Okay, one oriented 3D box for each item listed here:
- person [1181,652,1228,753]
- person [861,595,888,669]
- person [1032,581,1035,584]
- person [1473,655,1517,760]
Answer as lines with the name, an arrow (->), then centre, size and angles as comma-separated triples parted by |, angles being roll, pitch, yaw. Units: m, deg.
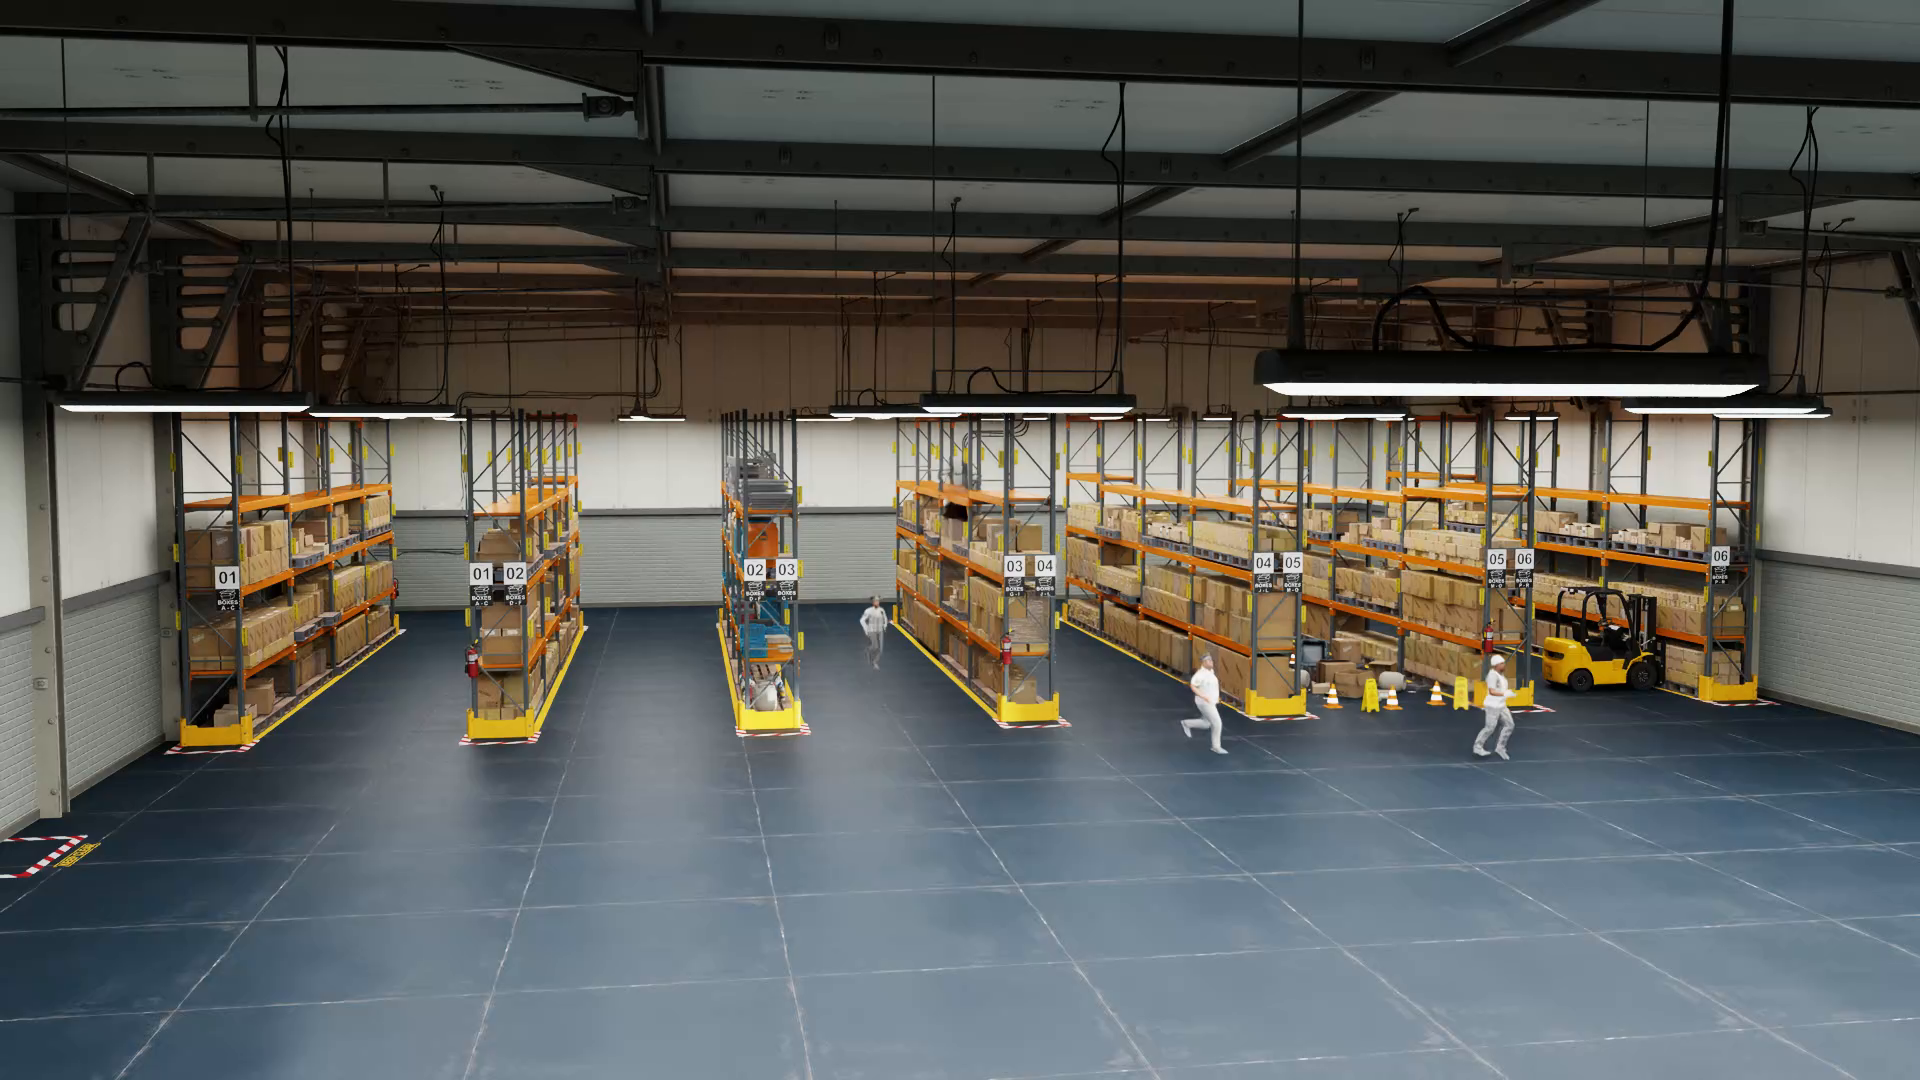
person -> 4.284, 2.839, 29.150 | 0.892, 1.761, 0.659 | 2, 4, 24
person -> -1.858, 2.036, 36.858 | 0.618, 1.654, 0.489 | -2, 4, -23
person -> 1.785, 1.510, 48.402 | 0.723, 1.692, 0.733 | 3, 5, 37
person -> 9.141, 2.869, 28.344 | 0.759, 1.829, 0.659 | 3, 5, 37
